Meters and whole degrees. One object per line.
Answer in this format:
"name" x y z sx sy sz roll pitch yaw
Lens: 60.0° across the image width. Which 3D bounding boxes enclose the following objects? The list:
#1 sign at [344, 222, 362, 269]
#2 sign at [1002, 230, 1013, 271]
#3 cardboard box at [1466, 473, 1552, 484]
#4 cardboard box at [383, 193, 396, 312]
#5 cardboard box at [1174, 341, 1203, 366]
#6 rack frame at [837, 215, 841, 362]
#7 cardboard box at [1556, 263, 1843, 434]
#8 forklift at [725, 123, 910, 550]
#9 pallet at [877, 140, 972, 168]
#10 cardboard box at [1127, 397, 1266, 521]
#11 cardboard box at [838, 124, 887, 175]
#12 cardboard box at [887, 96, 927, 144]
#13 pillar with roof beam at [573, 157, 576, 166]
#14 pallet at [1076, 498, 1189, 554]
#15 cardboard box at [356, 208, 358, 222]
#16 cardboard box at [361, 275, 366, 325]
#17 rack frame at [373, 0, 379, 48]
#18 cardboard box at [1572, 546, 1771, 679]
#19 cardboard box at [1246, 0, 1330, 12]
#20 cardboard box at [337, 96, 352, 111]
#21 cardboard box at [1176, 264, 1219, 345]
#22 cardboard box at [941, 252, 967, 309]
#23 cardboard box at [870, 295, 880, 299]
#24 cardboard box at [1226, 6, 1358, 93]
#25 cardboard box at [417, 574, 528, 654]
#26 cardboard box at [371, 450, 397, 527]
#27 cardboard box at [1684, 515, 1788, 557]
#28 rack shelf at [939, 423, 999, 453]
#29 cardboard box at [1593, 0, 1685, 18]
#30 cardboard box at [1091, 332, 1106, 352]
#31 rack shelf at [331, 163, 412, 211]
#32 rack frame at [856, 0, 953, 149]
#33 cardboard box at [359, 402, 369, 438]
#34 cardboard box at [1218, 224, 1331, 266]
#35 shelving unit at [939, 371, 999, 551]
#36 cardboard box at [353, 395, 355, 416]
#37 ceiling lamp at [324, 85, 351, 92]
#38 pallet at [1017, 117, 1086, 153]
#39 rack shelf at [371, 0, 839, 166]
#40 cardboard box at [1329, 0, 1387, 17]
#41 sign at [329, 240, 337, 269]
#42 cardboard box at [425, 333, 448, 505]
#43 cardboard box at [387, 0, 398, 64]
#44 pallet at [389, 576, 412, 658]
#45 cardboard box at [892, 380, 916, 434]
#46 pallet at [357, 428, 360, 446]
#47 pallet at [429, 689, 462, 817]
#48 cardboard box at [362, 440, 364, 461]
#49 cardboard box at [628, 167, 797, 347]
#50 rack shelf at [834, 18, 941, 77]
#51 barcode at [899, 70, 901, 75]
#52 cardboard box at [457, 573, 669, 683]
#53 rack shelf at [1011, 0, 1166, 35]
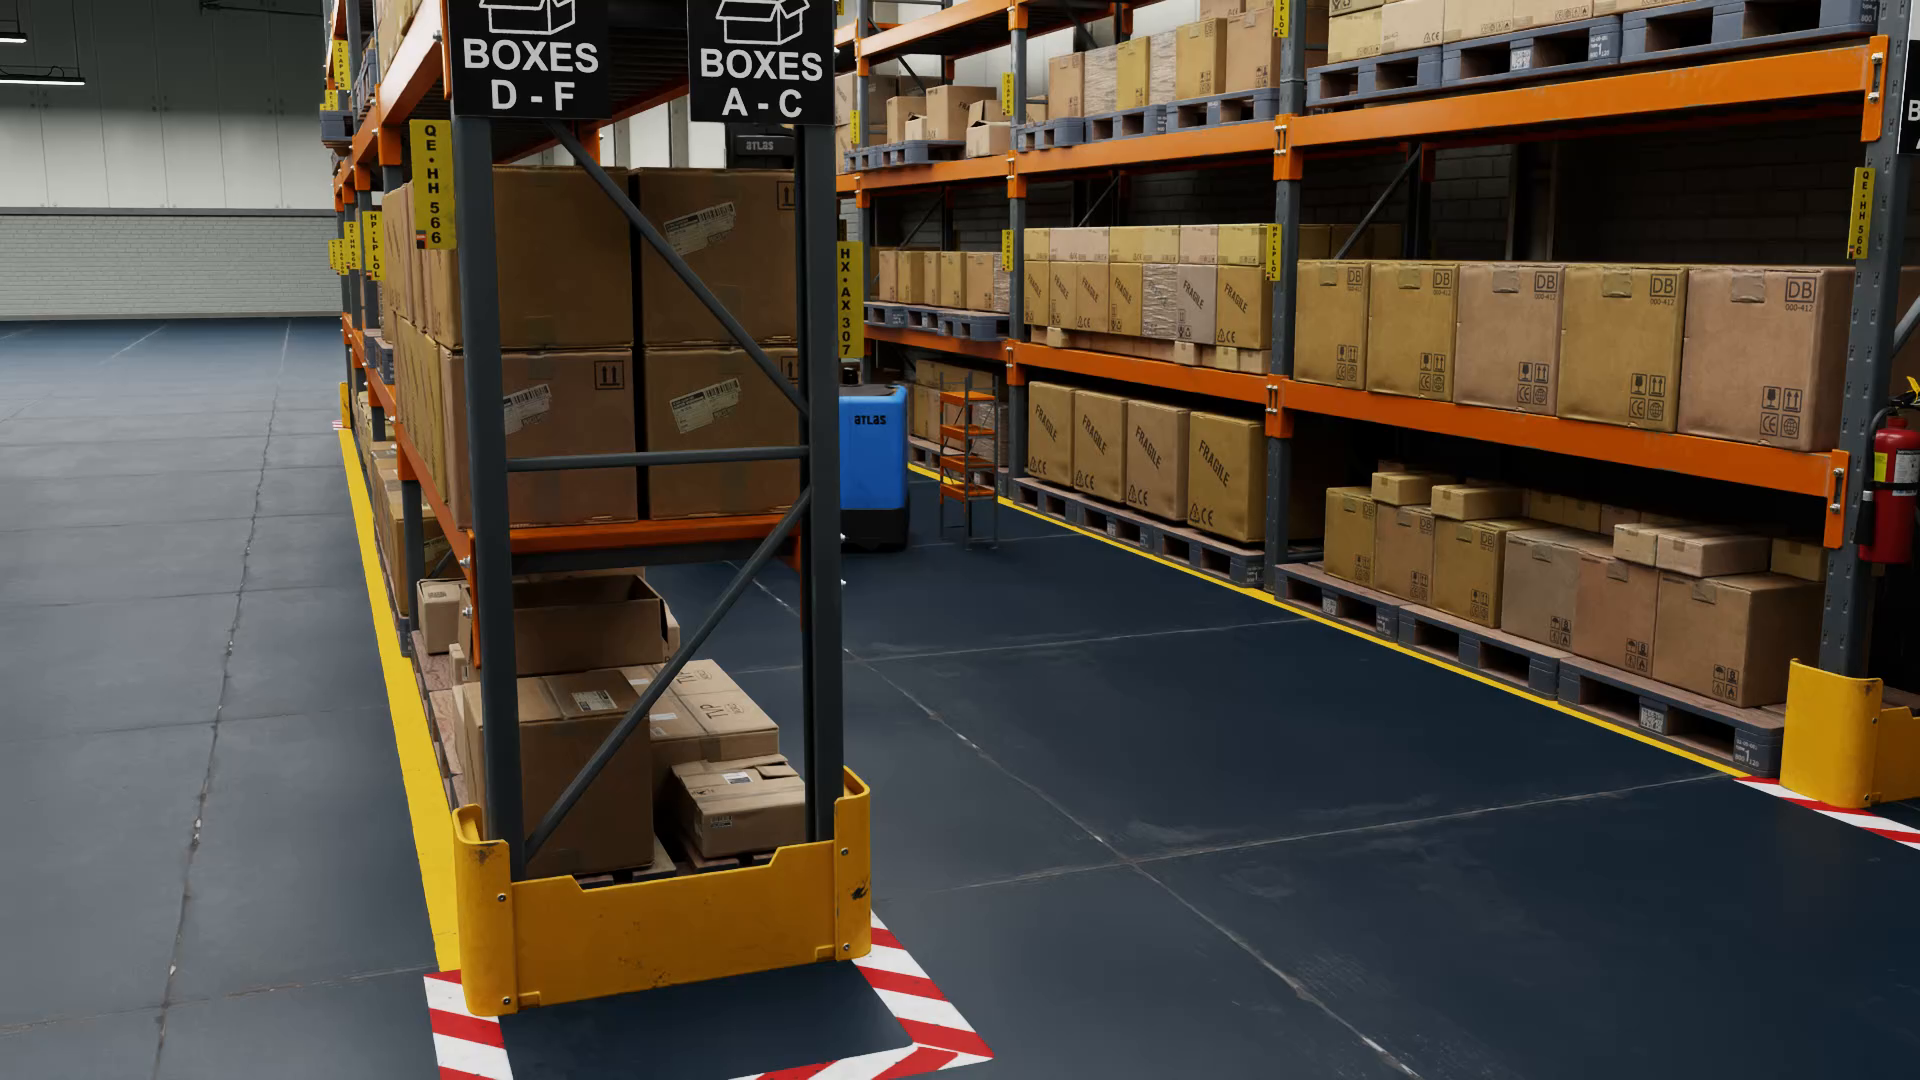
"sign" -4.242 -2.057 11.615 0.100 0.325 0.005 -4 11 -21
"sign" 0.388 -2.333 13.391 0.100 0.325 0.005 -4 11 -21
"cardboard box" 2.936 -0.259 8.899 0.380 0.149 0.250 -4 11 -23
"cardboard box" -2.180 -1.233 7.144 0.500 0.500 0.500 -4 11 -23
"cardboard box" 1.637 -1.233 10.945 0.380 0.149 0.250 -4 11 -21
"rack frame" -2.009 -3.144 21.029 1.000 3.000 0.127 -4 11 -21
"cardboard box" 3.321 -0.881 7.449 0.980 0.700 0.700 -4 11 -21
"forklift" -1.887 -1.439 11.641 3.031 2.935 1.130 0 10 0
"pallet" -0.056 -3.599 15.557 1.213 0.211 1.003 -4 11 -21
"cardboard box" 1.658 -0.576 11.533 0.750 0.750 0.750 -4 11 -19
"cardboard box" -0.974 -4.094 17.463 0.500 0.500 0.500 -4 11 -19
"cardboard box" -0.436 -4.129 16.520 0.500 0.500 0.500 -2 10 -13
"pillar with roof beam" -13.659 -9.682 40.657 9.100 9.000 0.548 -4 11 -21
"pallet" 1.544 -0.133 12.064 1.003 0.211 1.213 -4 11 -21
"cardboard box" -5.707 -3.100 16.793 0.700 0.500 0.500 -4 11 -21
"cardboard box" -5.539 -2.383 16.465 0.700 0.500 0.500 -4 11 -21
"rack frame" -2.276 -3.824 7.721 1.000 3.000 0.127 -4 11 -21
"cardboard box" 3.261 0.302 7.595 0.700 0.500 0.500 -4 11 -21
"cardboard box" 2.143 -3.449 10.496 0.500 0.250 0.500 -3 11 -17
"cardboard box" -6.278 -4.342 17.316 0.500 0.500 0.500 -4 11 -21
"cardboard box" 1.743 -1.533 10.779 0.500 0.500 0.500 -4 11 -20
"cardboard box" 0.238 -2.382 15.204 0.700 0.500 0.500 -4 11 -21
"cardboard box" -1.014 -2.485 17.696 0.500 0.250 0.500 -4 11 -21
"cardboard box" 2.123 -3.078 10.554 0.700 0.500 0.500 -5 11 -24
"cardboard box" -2.326 0.319 7.981 0.500 0.311 0.500 -4 11 -21
"cardboard box" -3.632 -0.331 11.099 0.500 0.500 0.500 -4 11 -23
"cardboard box" 3.489 -0.010 7.500 0.380 0.149 0.250 -4 11 -21
"rack shelf" 0.060 -0.718 11.636 0.258 0.148 0.480 -4 11 -21
"cardboard box" 3.087 -2.379 7.106 0.500 0.250 0.500 -4 11 -23
"cardboard box" 1.202 -1.490 12.393 0.380 0.149 0.250 -4 11 -20
"rack shelf" -5.900 -3.625 17.223 1.077 0.370 4.000 -4 11 -21
"rack frame" -0.560 -5.445 16.833 1.000 3.000 0.127 -4 11 -21
"cardboard box" -4.892 -1.055 14.339 0.500 0.311 0.500 -4 11 -23
"cardboard box" 1.932 -1.820 10.252 0.500 0.250 0.500 -4 11 -20
"shelving unit" 0.060 -0.564 11.663 0.258 1.200 0.503 -4 11 -21
"cardboard box" -6.453 -1.499 18.433 0.500 0.250 0.500 -4 11 -21
"ceiling lamp" -15.043 -12.863 41.872 2.000 3.185 0.800 -4 11 -21
"pallet" 1.173 -3.120 12.870 1.213 0.211 1.003 -3 11 -18
"rack shelf" -1.551 -1.666 6.212 1.077 0.370 4.000 -4 11 -21
"cardboard box" 2.336 -3.079 8.902 0.500 0.500 0.500 -4 11 -21
"sign" -7.144 -3.260 18.983 0.100 0.325 0.005 -4 11 -21
"cardboard box" -1.434 -0.407 5.356 0.500 0.500 0.500 -4 11 -20
"cardboard box" -1.973 -2.014 6.543 0.500 0.250 0.500 -4 11 -21
"pallet" -2.606 0.373 9.224 1.003 0.211 1.213 -4 11 -21
"cardboard box" -0.277 -1.358 16.869 0.700 0.500 0.500 -4 11 -19
"pallet" -5.870 -1.135 17.698 1.003 0.211 1.213 -4 11 -21
"pallet" -1.582 0.815 6.739 1.003 0.211 1.213 -4 11 -21
"cardboard box" -5.076 -0.864 14.863 0.500 0.250 0.500 -4 11 -19
"cardboard box" -0.742 -0.848 4.981 0.500 0.500 0.500 -4 11 -19
"rack shelf" -1.284 -5.415 18.731 1.077 0.370 4.000 -4 11 -21
"barcode" -0.662 -5.157 18.358 0.001 0.075 0.075 -4 11 -21
"cardboard box" -1.591 0.449 6.704 0.797 0.503 0.637 -4 11 -21
"rack shelf" 1.615 -3.914 11.425 1.077 0.370 4.000 -4 11 -21
